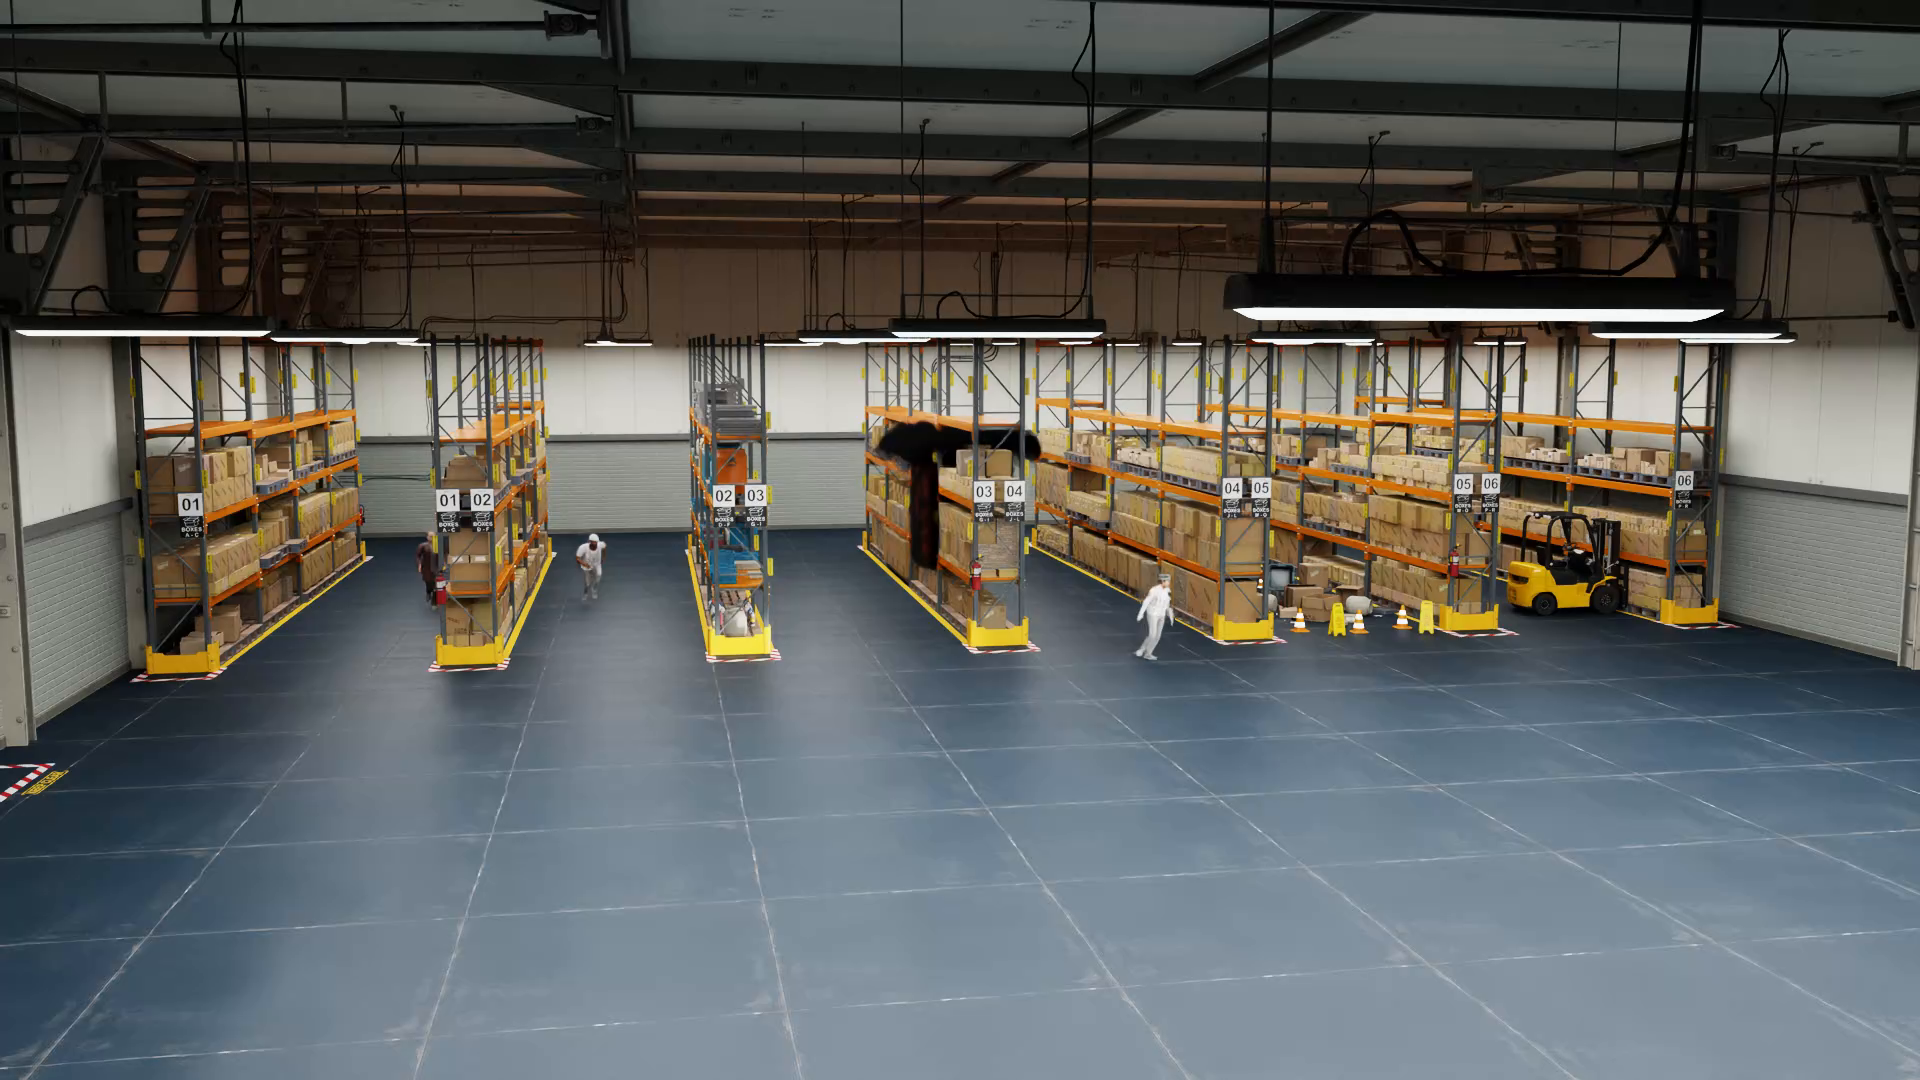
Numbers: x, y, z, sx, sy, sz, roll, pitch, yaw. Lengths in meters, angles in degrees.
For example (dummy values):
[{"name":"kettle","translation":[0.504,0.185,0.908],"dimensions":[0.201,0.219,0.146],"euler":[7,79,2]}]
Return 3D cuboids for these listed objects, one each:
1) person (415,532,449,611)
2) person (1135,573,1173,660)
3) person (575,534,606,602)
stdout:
[{"name":"person","translation":[-11.686,0.666,36.834],"dimensions":[0.728,1.734,0.721],"euler":[-3,7,-22]},{"name":"person","translation":[3.611,1.414,30.685],"dimensions":[0.632,1.625,0.551],"euler":[-5,8,-35]},{"name":"person","translation":[-8.237,0.617,37.004],"dimensions":[0.735,1.595,1.070],"euler":[-4,8,-29]}]
